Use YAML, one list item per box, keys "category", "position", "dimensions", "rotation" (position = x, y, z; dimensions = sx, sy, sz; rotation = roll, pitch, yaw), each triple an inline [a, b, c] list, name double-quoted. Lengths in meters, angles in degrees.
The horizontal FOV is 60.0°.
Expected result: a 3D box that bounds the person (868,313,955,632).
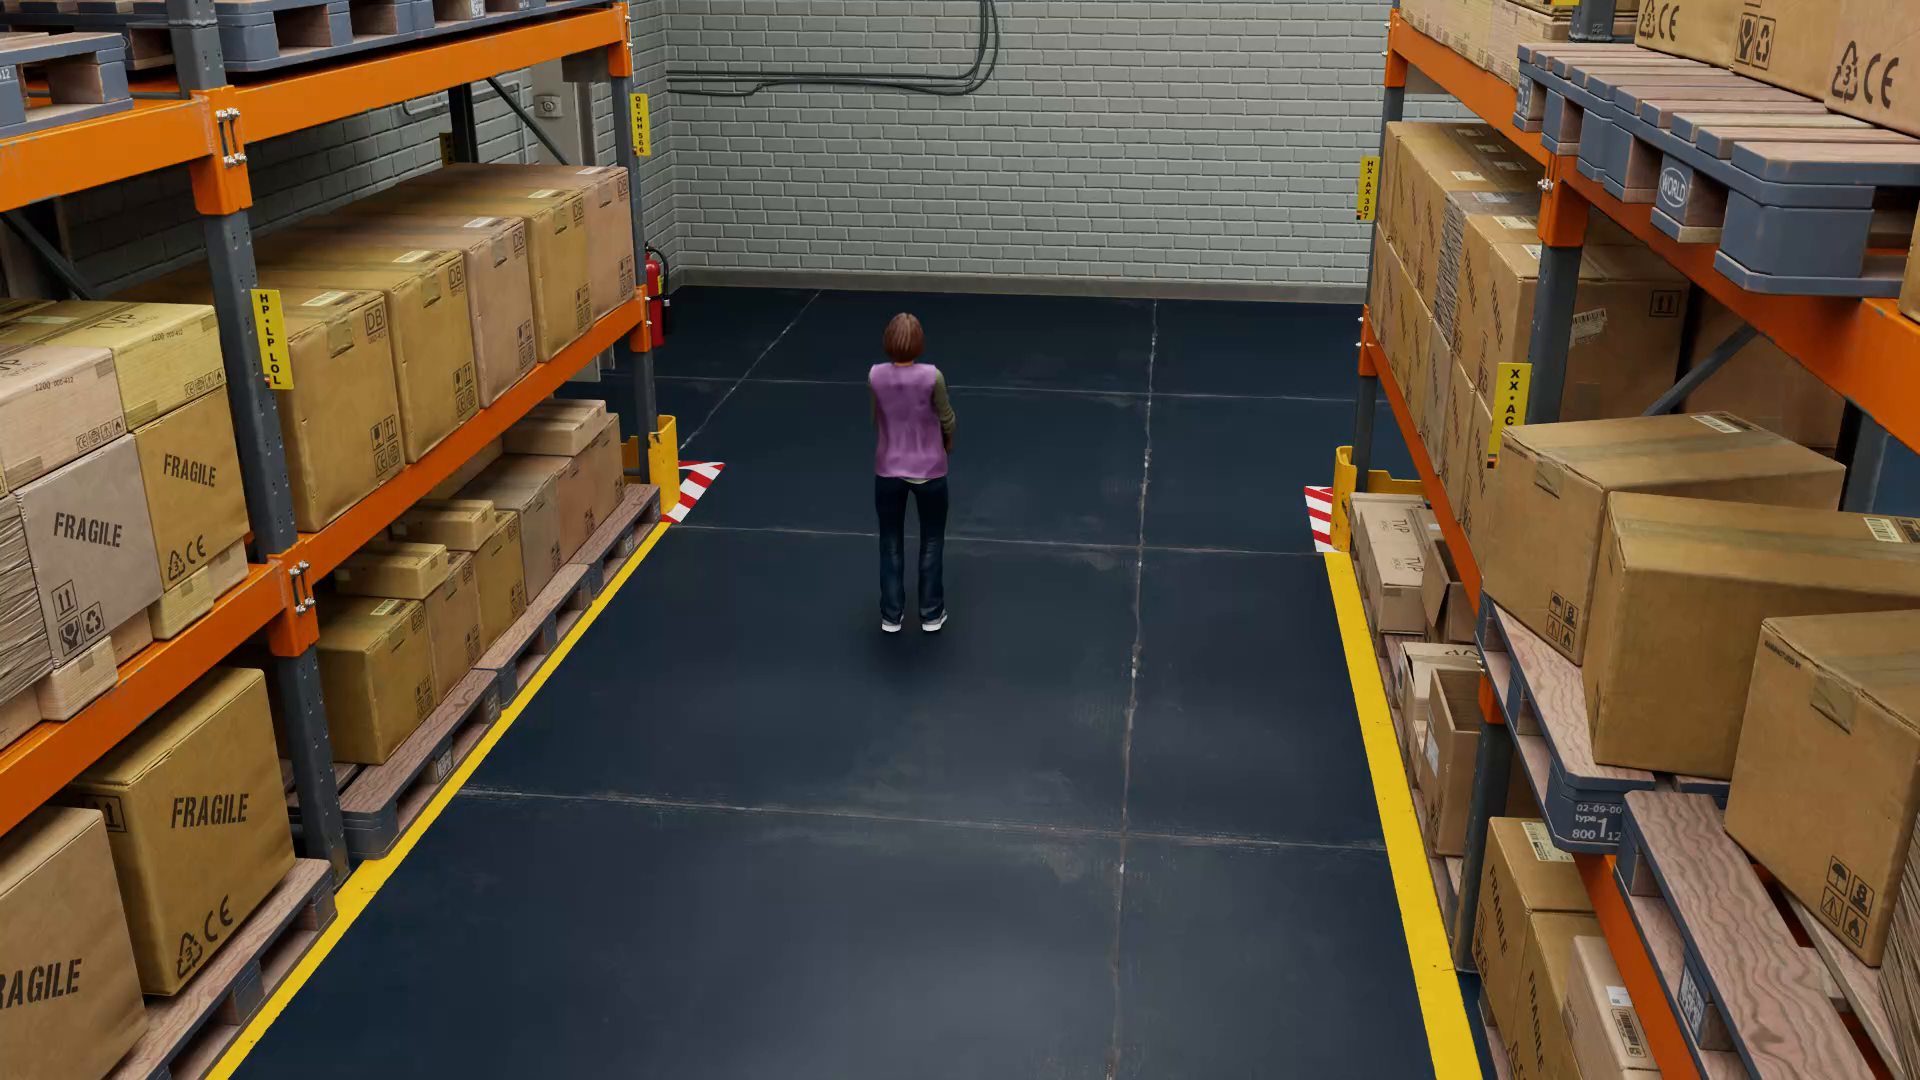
- category: "person"
  position: [-0.221, -0.338, 7.966]
  dimensions: [0.405, 1.592, 0.490]
  rotation: [3, 22, 7]
